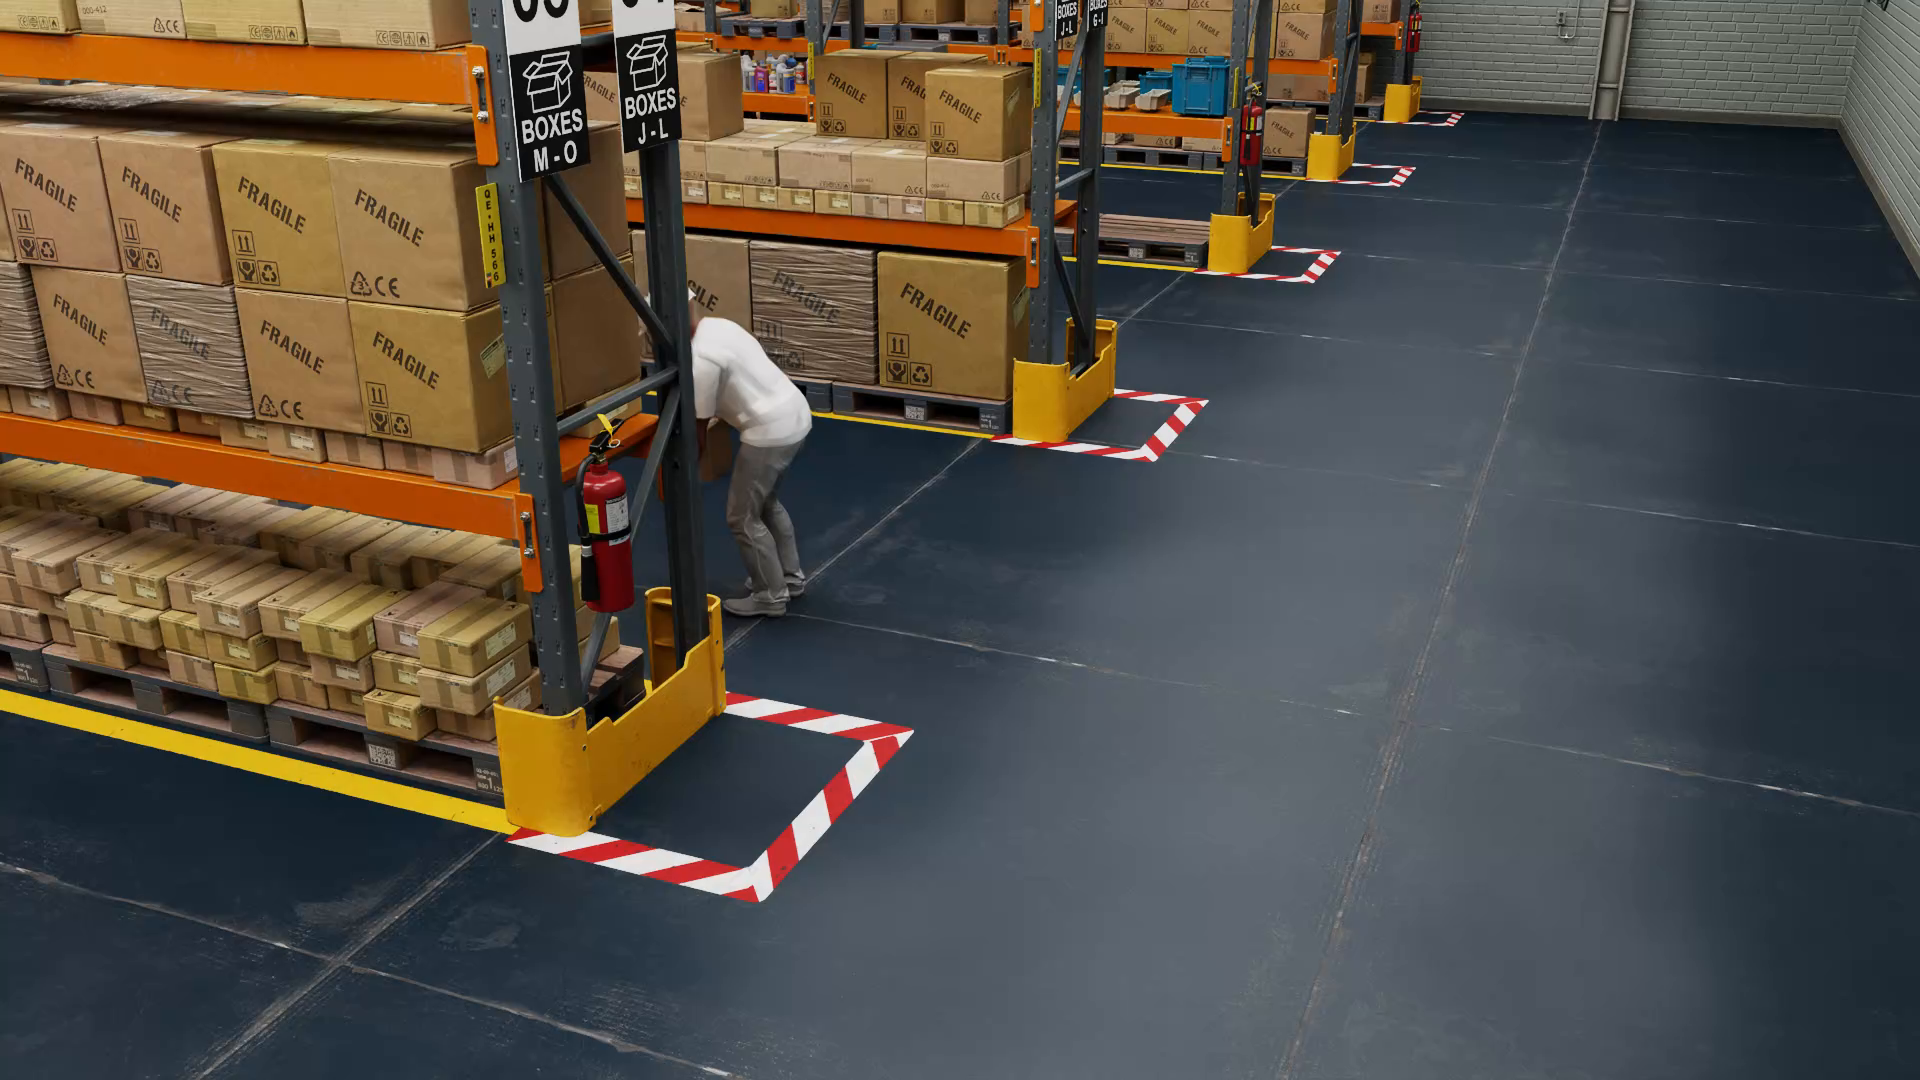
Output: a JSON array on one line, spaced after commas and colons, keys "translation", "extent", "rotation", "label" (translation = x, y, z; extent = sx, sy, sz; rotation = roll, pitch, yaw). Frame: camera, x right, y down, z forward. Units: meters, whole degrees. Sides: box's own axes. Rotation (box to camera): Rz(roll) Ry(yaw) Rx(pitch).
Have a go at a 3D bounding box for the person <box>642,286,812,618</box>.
[{"translation": [-1.089, -0.437, 7.861], "extent": [0.762, 1.589, 0.488], "rotation": [4, 23, 11], "label": "person"}]
